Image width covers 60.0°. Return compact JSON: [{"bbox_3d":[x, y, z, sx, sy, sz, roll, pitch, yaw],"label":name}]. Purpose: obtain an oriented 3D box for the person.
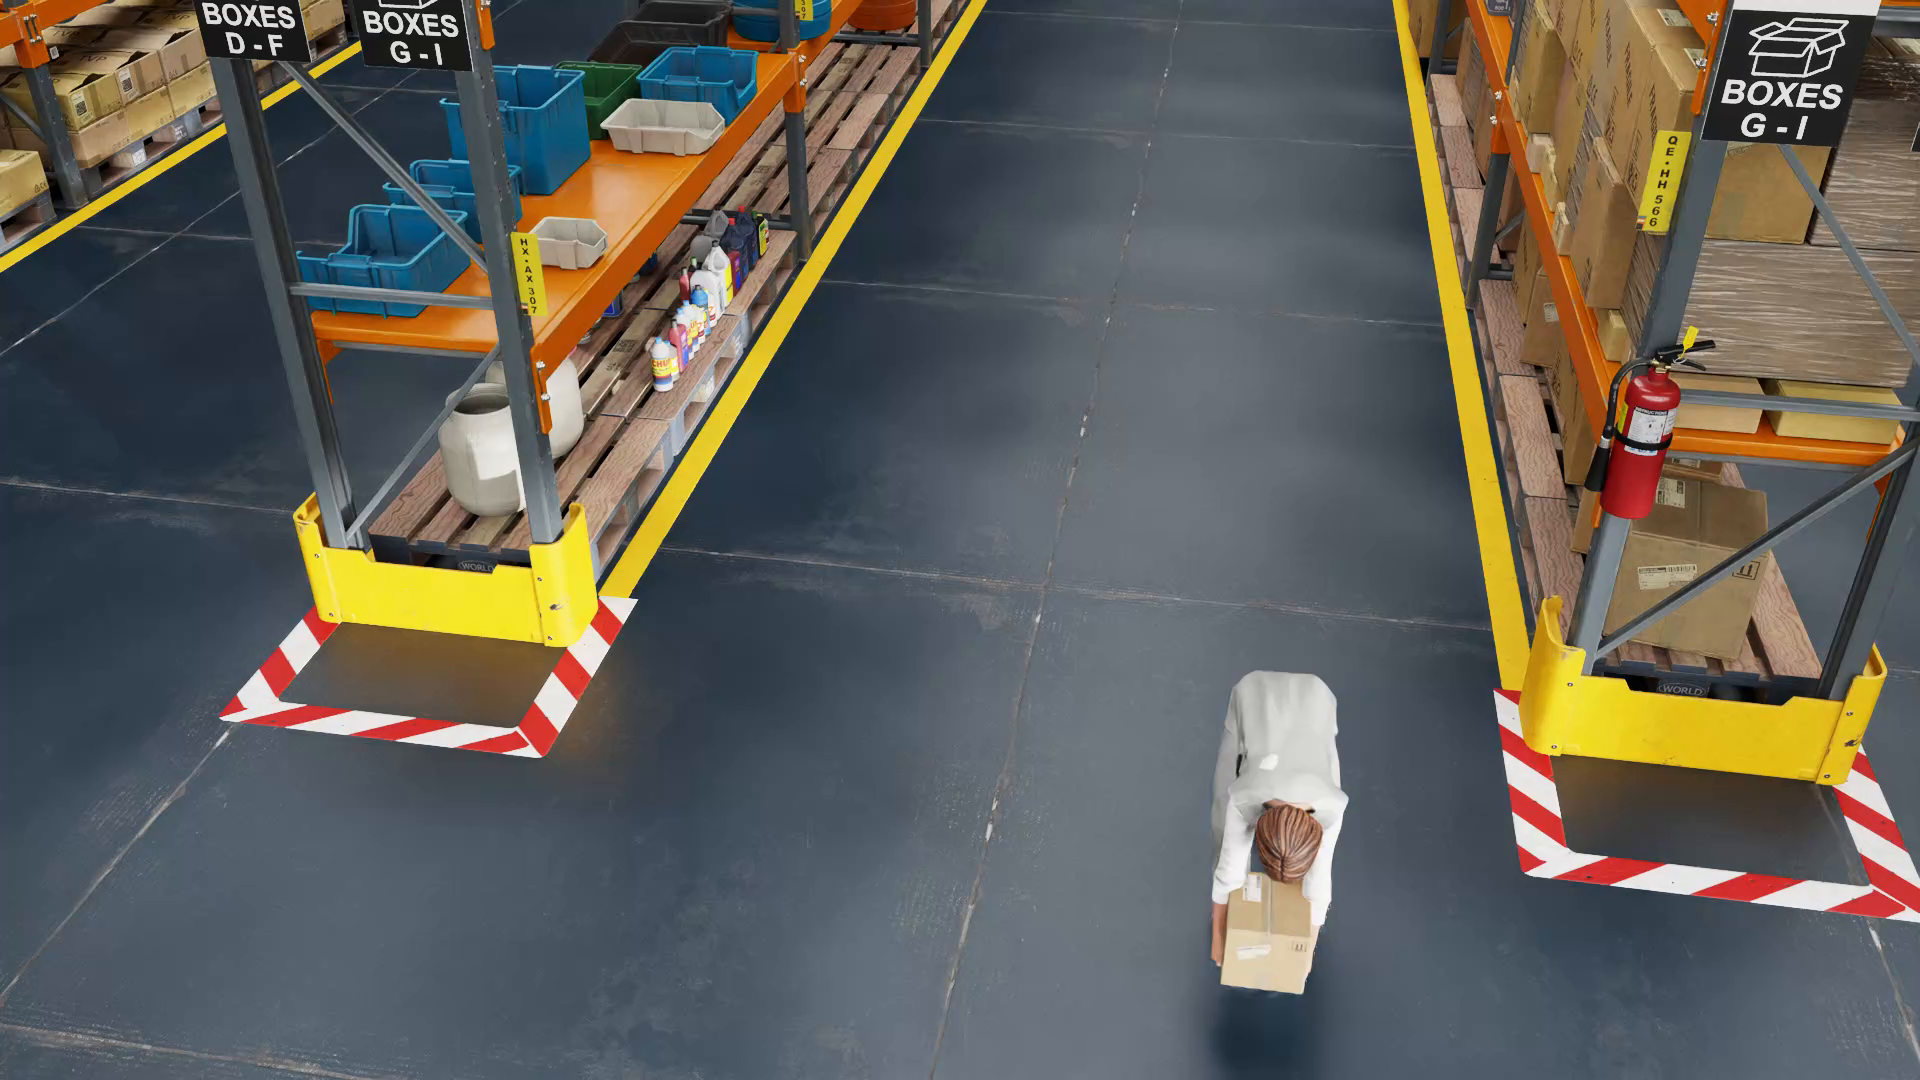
[{"bbox_3d":[1.038,0.591,5.234,0.482,1.591,0.347,3,33,5],"label":"person"}]
